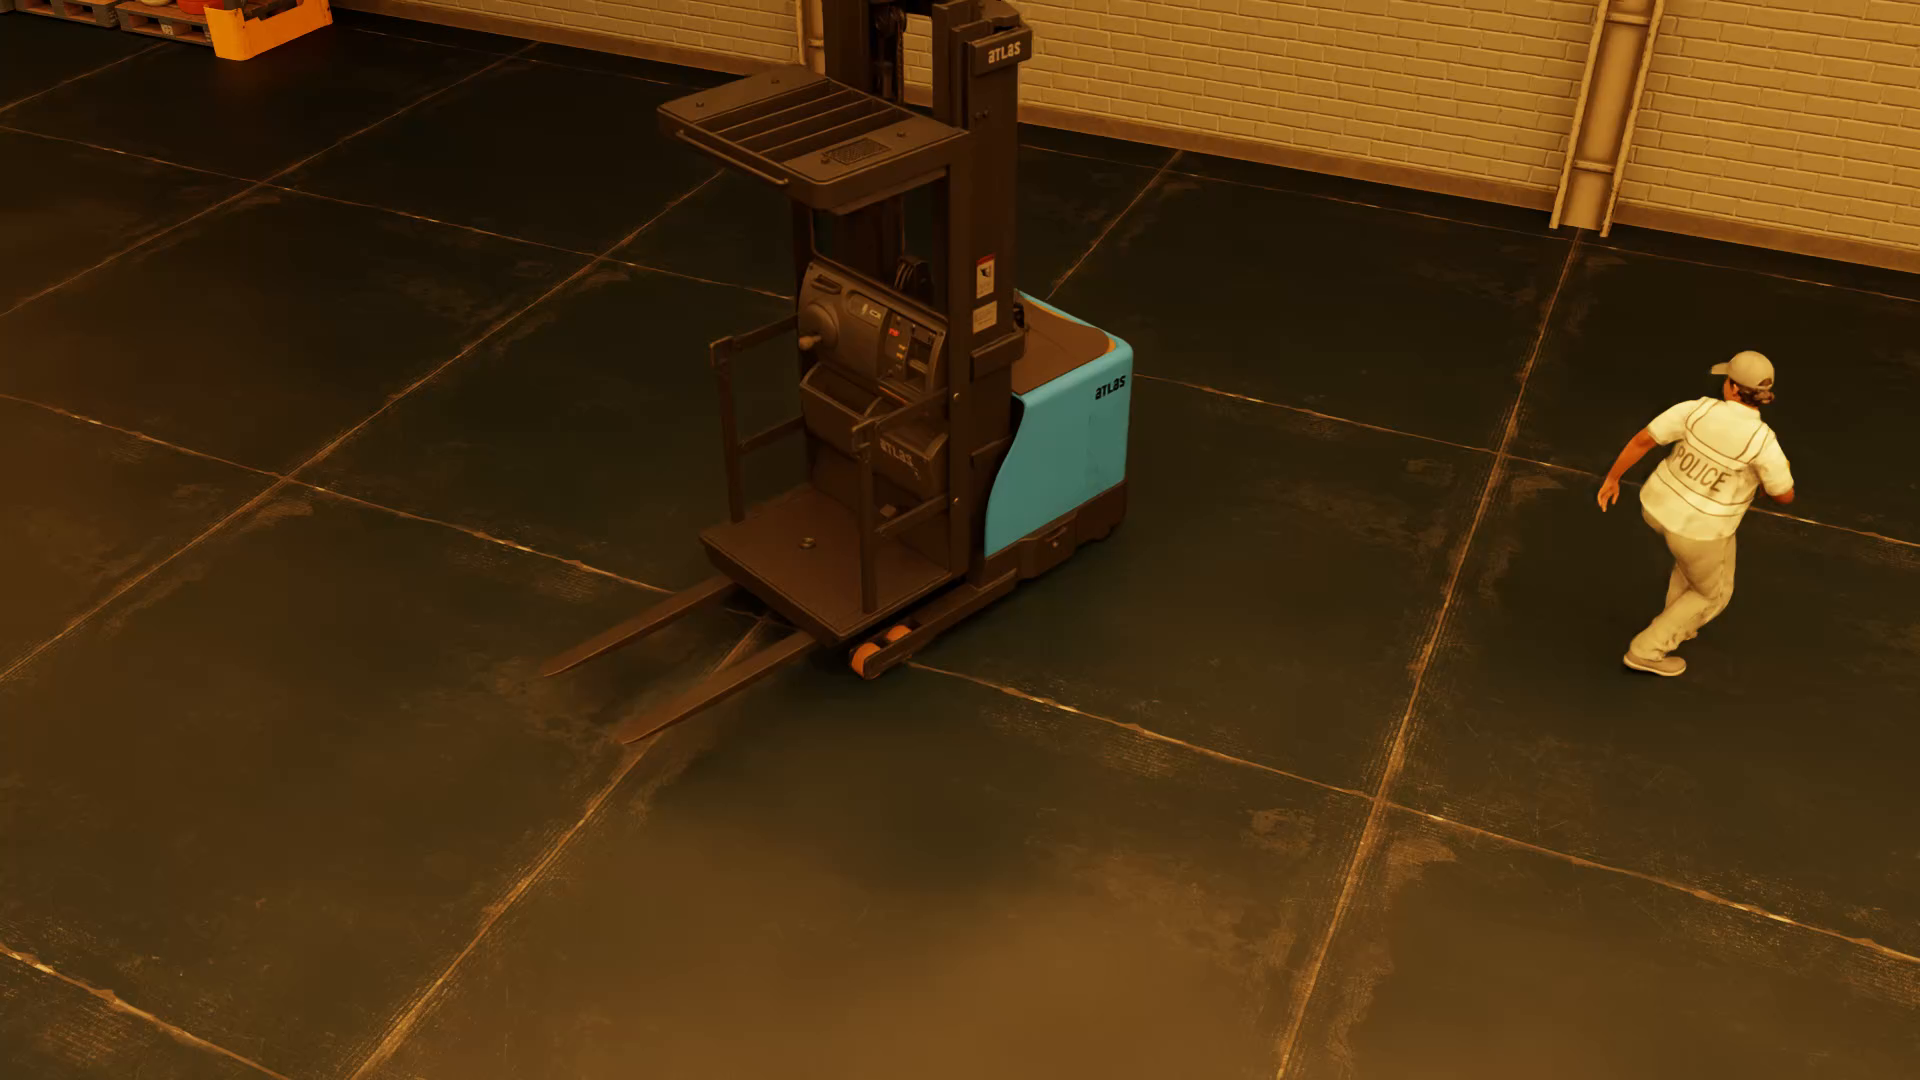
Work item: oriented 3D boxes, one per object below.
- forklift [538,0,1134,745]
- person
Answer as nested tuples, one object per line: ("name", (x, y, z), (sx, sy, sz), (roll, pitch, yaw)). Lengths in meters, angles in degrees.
("forklift", (-0.554, -0.891, 7.335), (3.031, 2.935, 1.130), (-29, 44, -34))
("person", (3.287, -0.080, 7.400), (0.736, 1.665, 0.569), (-12, 37, -16))
